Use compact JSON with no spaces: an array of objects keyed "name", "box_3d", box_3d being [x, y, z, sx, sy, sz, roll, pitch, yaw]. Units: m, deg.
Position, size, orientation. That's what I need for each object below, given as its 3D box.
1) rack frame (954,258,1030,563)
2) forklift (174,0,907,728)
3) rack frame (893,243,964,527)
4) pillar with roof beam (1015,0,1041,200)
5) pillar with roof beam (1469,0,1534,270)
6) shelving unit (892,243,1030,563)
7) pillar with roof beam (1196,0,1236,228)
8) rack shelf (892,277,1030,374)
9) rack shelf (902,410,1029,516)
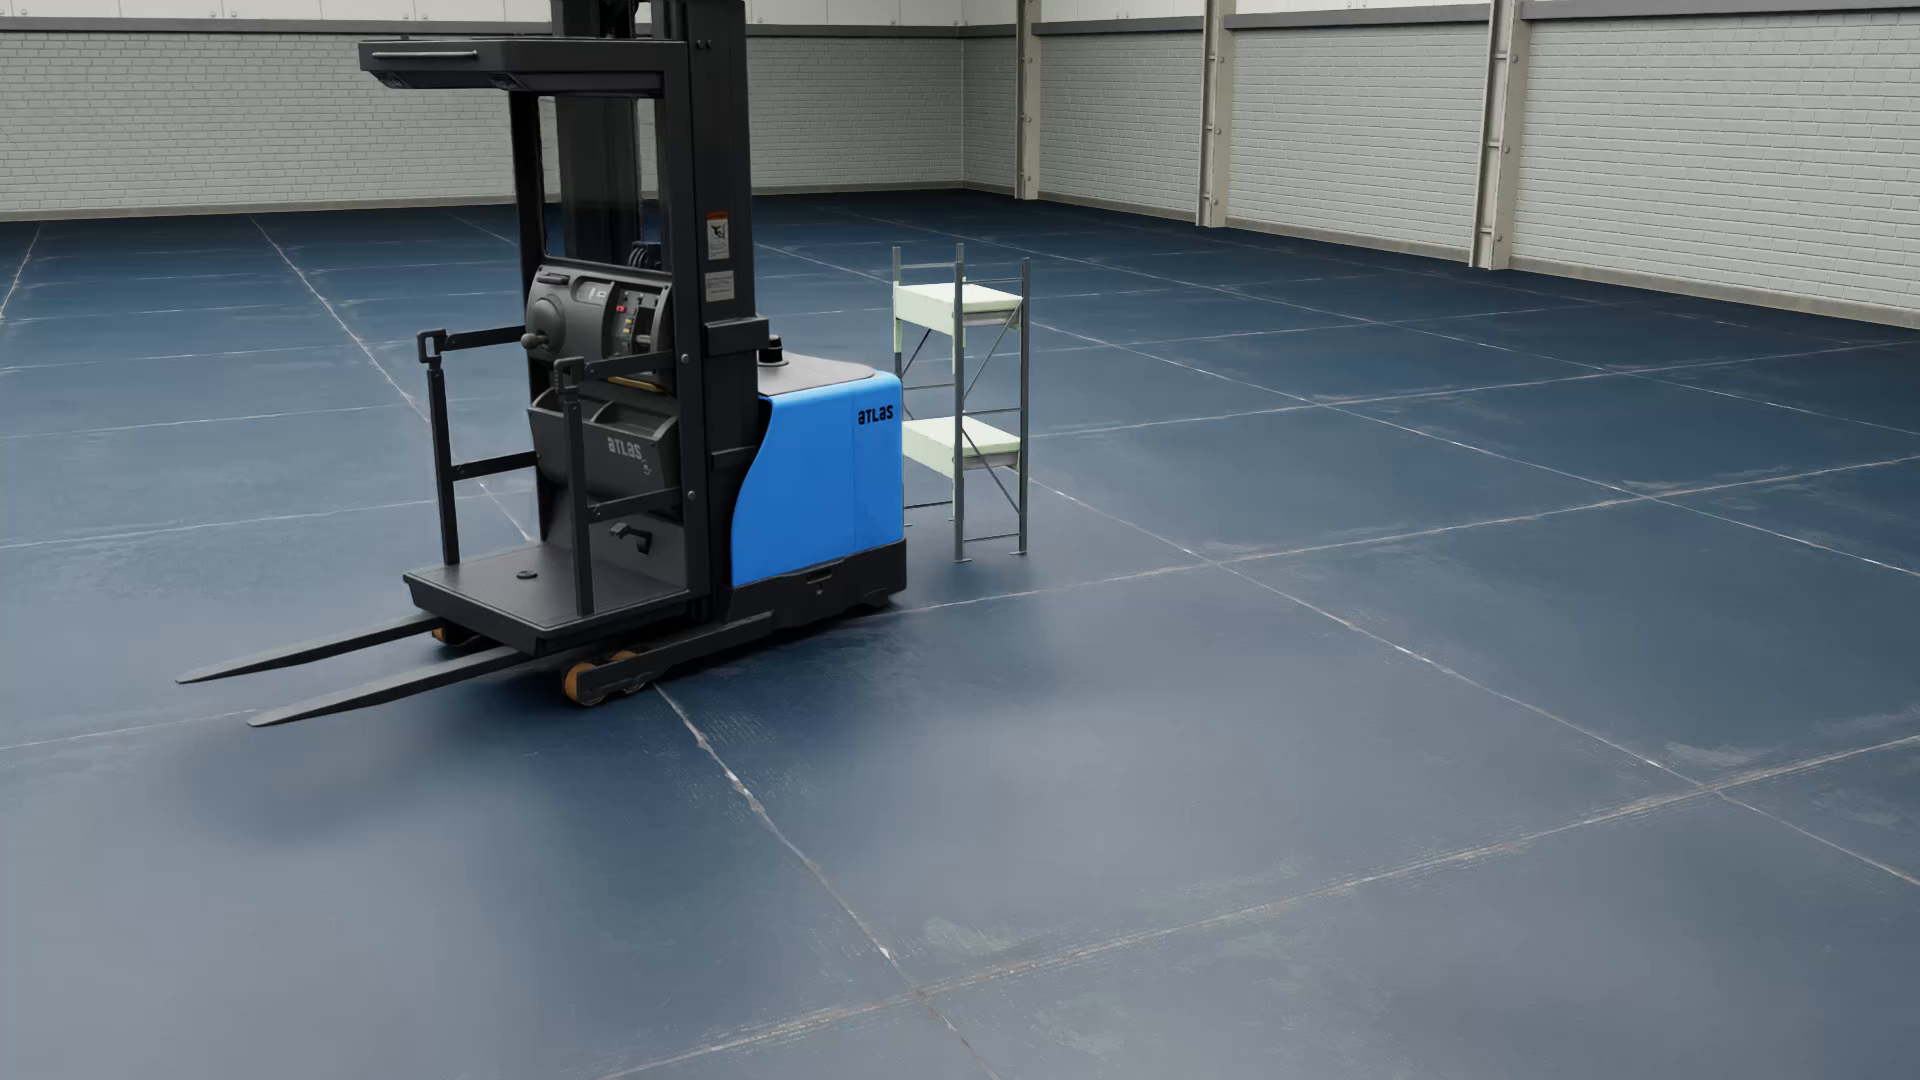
[{"name":"rack frame","box_3d":[0.157,-0.632,8.233,0.400,1.500,0.023,-8,18,-25]},{"name":"forklift","box_3d":[-1.626,-0.920,6.642,1.130,2.935,3.031,15,22,41]},{"name":"rack frame","box_3d":[-0.163,-0.813,8.866,0.400,1.500,0.023,-8,18,-25]},{"name":"pillar with roof beam","box_3d":[-2.633,-10.124,27.715,9.100,9.000,0.400,-8,18,-25]},{"name":"pillar with roof beam","box_3d":[2.624,-7.148,17.346,9.100,9.000,0.400,-8,18,-25]},{"name":"shelving unit","box_3d":[-0.003,-0.723,8.550,0.431,1.500,0.755,-8,18,-25]},{"name":"pillar with roof beam","box_3d":[-0.005,-8.636,22.530,9.100,9.000,0.400,-8,18,-25]},{"name":"rack shelf","box_3d":[-0.003,-1.098,8.442,0.431,0.370,0.720,-8,18,-25]},{"name":"rack shelf","box_3d":[-0.003,-0.409,8.639,0.431,0.370,0.720,-8,18,-25]}]
